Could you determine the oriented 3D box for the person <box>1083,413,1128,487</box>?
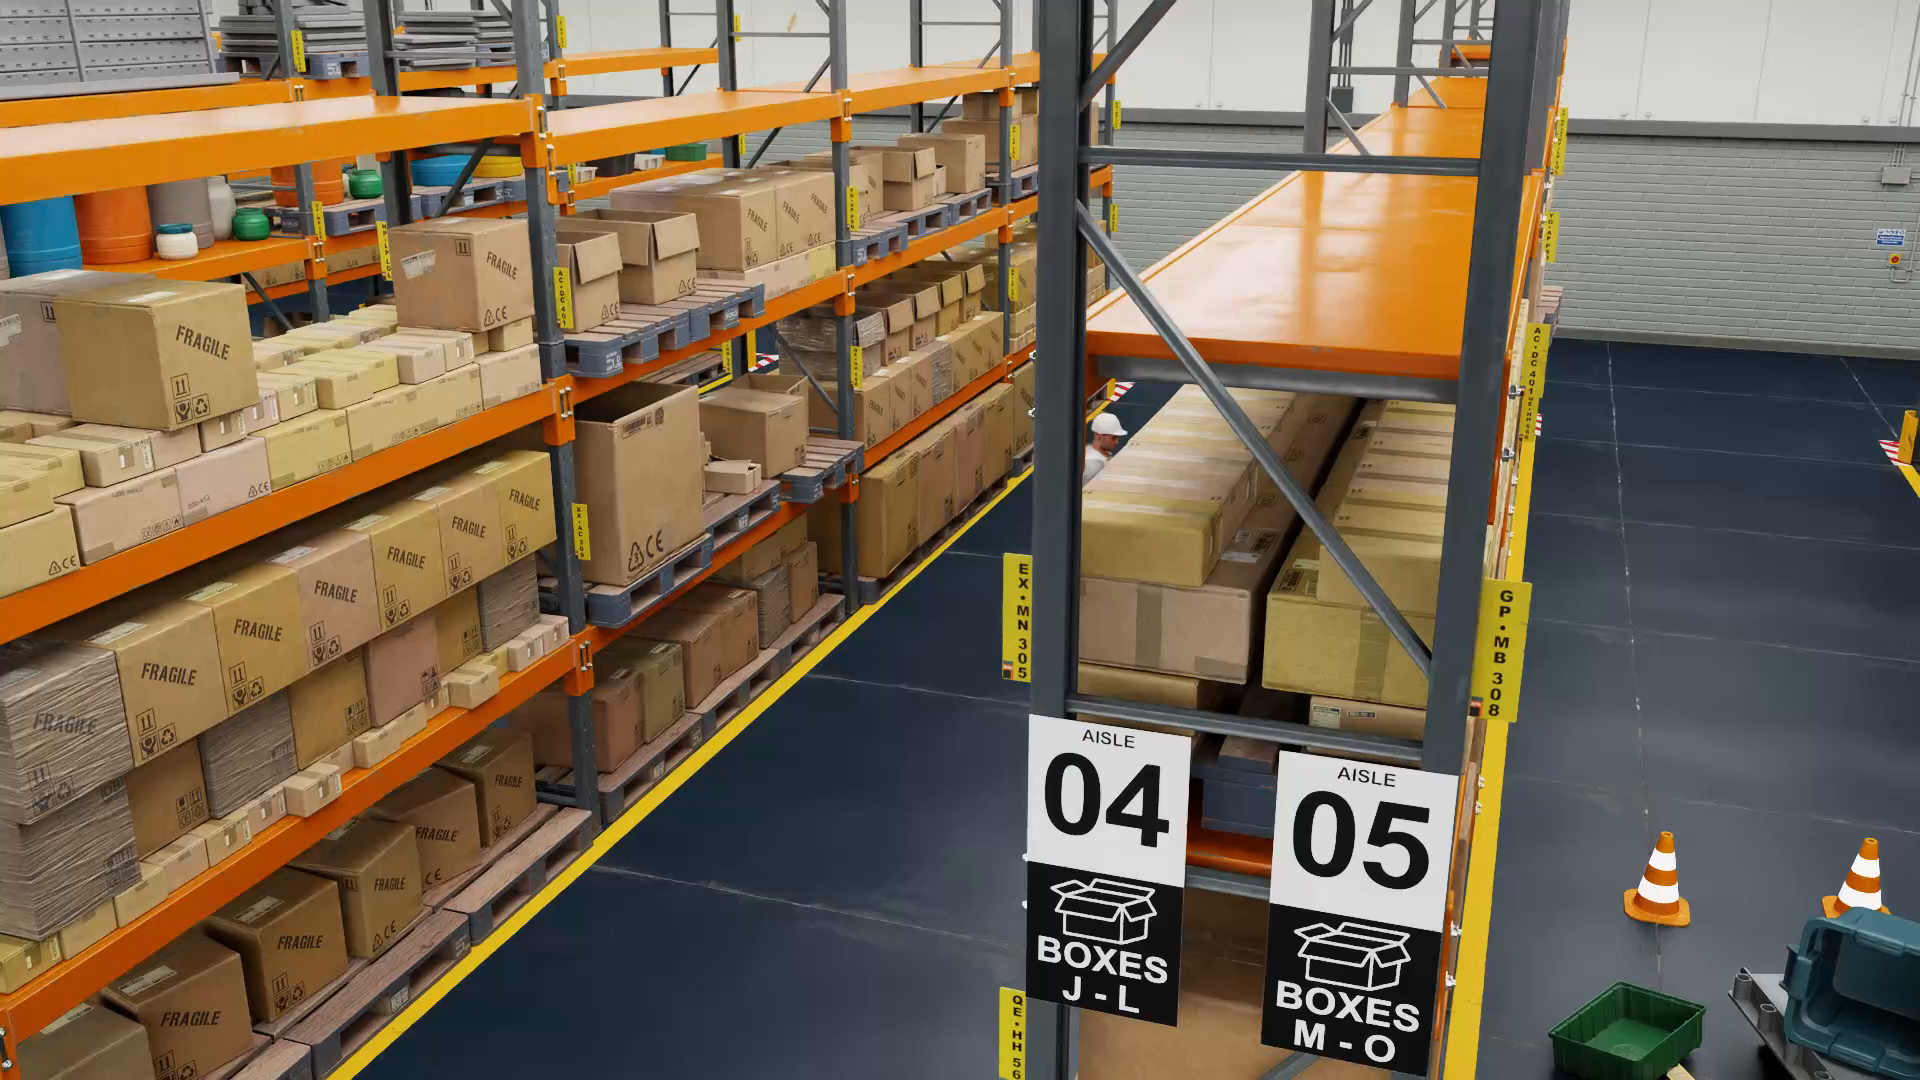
[{"bbox_3d":[1.159,-0.121,12.838,0.646,1.782,0.584,3,19,9],"label":"person"}]
